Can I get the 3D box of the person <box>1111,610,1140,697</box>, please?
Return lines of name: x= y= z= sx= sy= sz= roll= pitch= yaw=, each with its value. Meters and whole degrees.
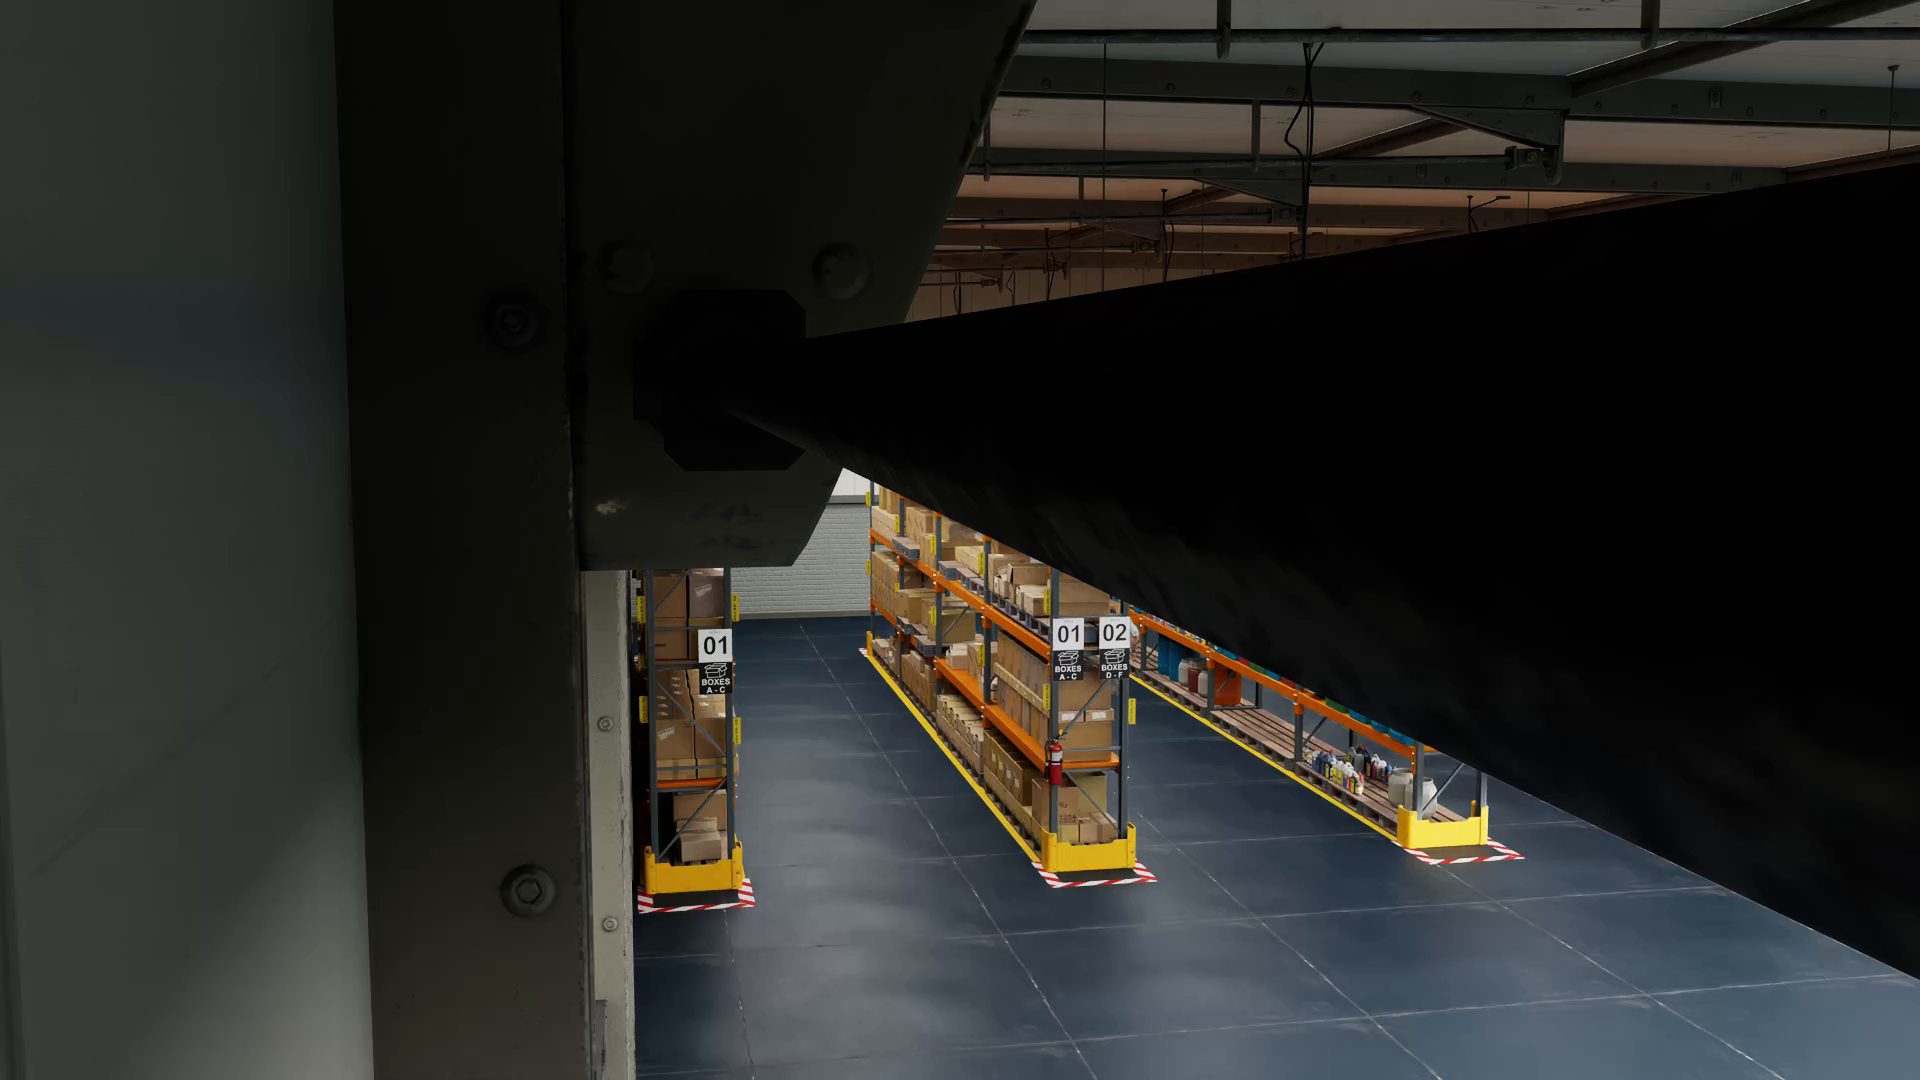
person: x=3.157 y=2.161 z=32.212 sx=0.665 sy=1.735 sz=0.843 roll=1 pitch=6 yaw=11
